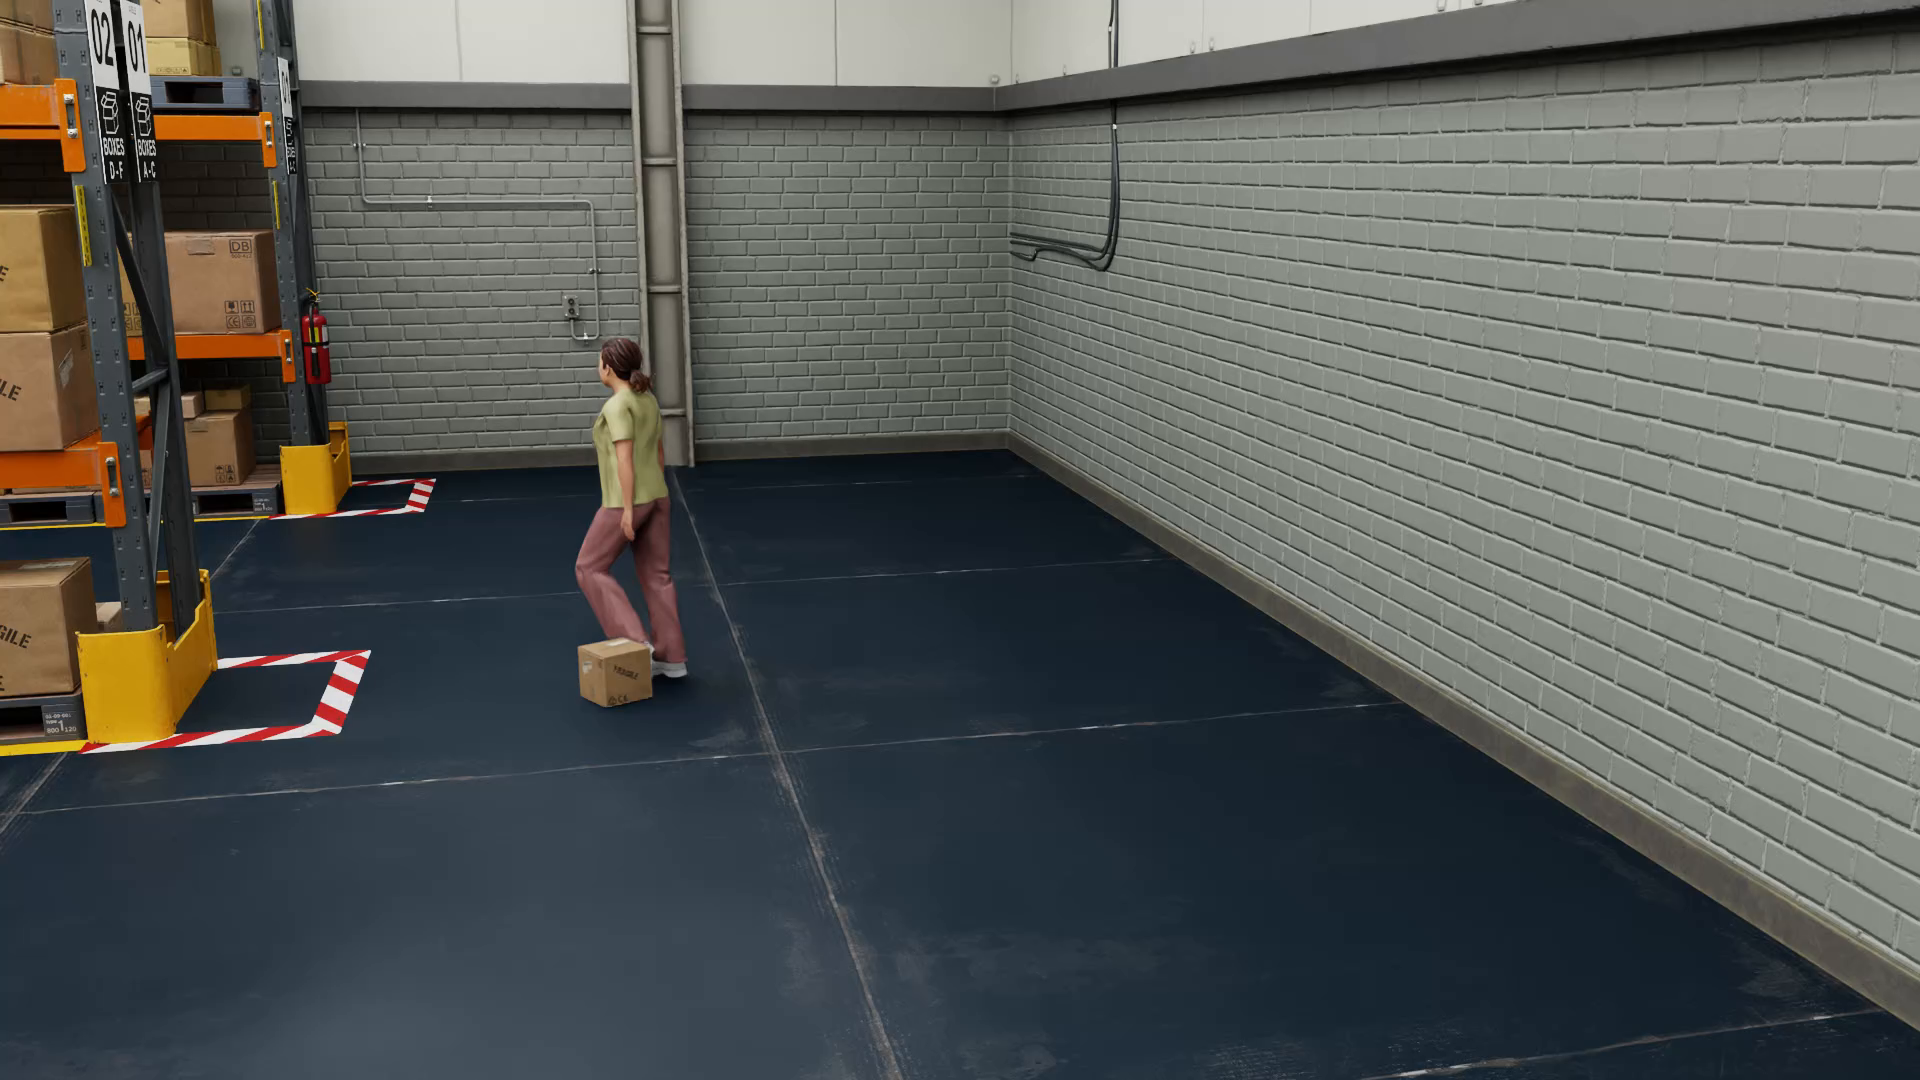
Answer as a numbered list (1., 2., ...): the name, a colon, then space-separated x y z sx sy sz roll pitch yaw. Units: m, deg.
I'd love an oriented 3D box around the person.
1. person: -1.567 -0.155 8.092 0.520 1.651 0.474 6 14 24
